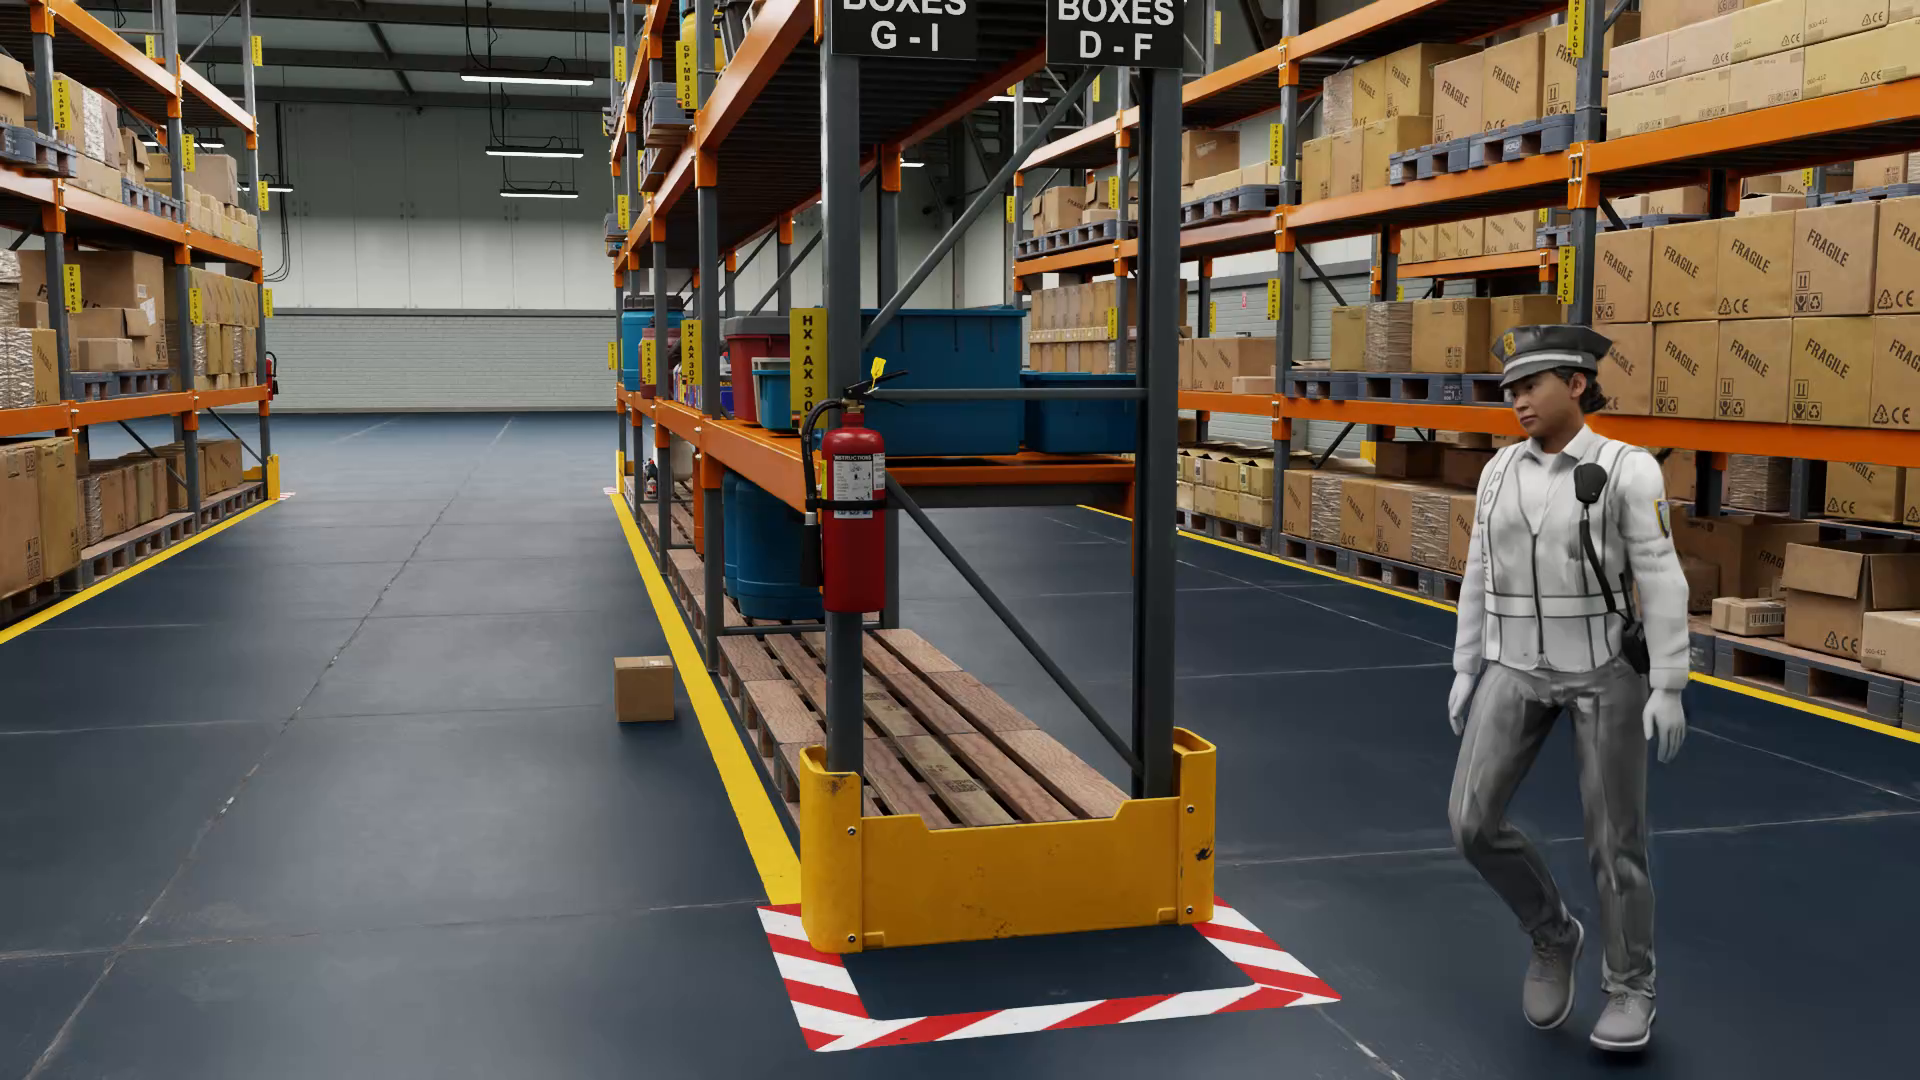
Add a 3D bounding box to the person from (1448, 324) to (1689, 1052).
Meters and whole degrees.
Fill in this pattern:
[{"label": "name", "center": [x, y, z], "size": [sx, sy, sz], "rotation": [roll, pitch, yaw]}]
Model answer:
[{"label": "person", "center": [1.383, 0.337, 3.862], "size": [0.581, 1.662, 0.454], "rotation": [5, 8, 40]}]
